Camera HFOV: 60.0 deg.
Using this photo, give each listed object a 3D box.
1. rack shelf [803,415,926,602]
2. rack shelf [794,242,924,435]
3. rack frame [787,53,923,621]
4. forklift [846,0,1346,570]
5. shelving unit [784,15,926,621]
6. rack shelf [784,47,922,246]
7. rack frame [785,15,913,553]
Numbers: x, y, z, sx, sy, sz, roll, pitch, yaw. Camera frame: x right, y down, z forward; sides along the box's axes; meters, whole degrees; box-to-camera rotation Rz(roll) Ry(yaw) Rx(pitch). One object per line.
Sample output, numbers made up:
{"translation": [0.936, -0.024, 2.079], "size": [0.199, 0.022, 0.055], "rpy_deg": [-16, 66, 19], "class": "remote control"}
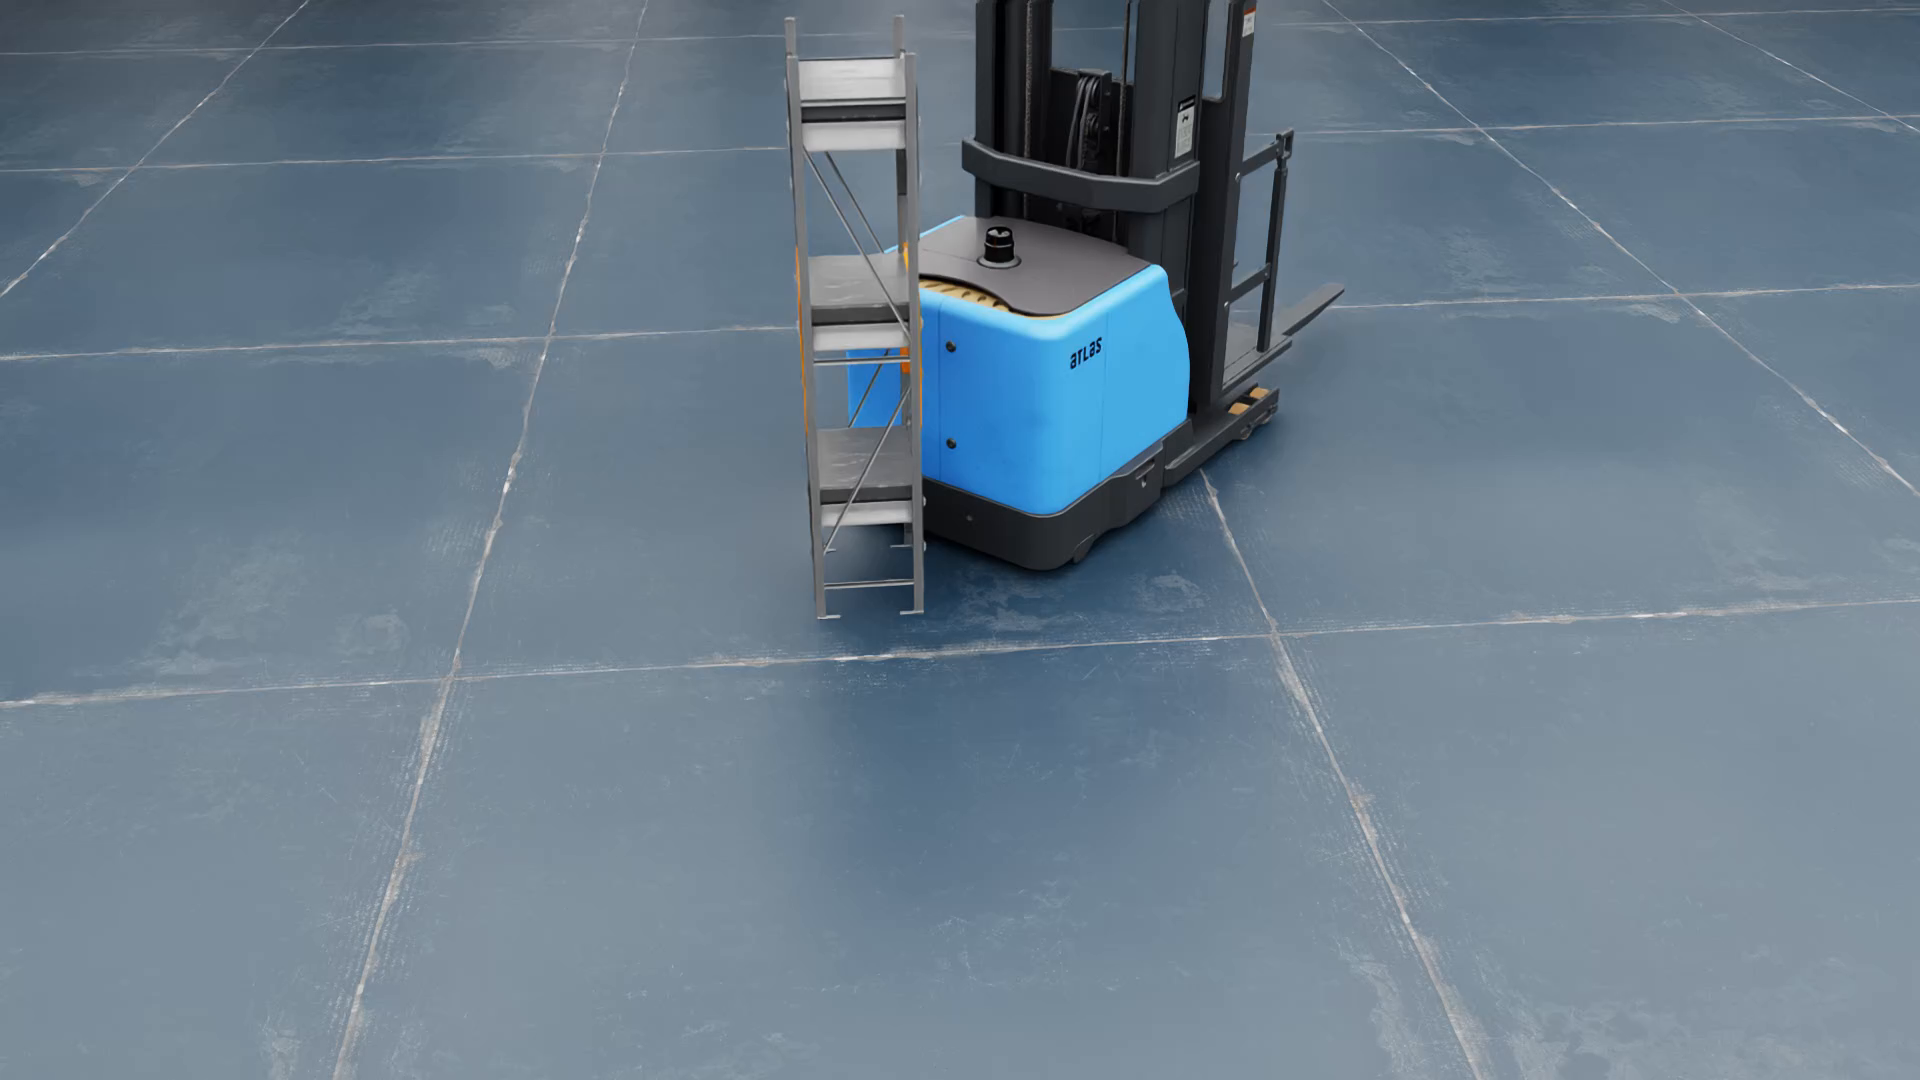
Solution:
{"translation": [-0.364, -0.124, 6.302], "size": [0.431, 0.518, 0.480], "rpy_deg": [-3, 31, -5], "class": "rack shelf"}
{"translation": [-0.364, -0.725, 5.943], "size": [0.431, 0.518, 0.480], "rpy_deg": [-3, 31, -5], "class": "rack shelf"}
{"translation": [-0.338, -0.613, 5.728], "size": [0.400, 2.100, 0.015], "rpy_deg": [-3, 31, -5], "class": "rack frame"}
{"translation": [0.808, -1.843, 6.977], "size": [1.130, 2.935, 3.031], "rpy_deg": [21, 36, 30], "class": "forklift"}
{"translation": [-0.364, -0.737, 5.936], "size": [0.431, 2.100, 0.503], "rpy_deg": [-3, 31, -5], "class": "shelving unit"}
{"translation": [-0.364, -1.326, 5.584], "size": [0.431, 0.518, 0.480], "rpy_deg": [-3, 31, -5], "class": "rack shelf"}
{"translation": [-0.390, -0.861, 6.144], "size": [0.400, 2.100, 0.015], "rpy_deg": [-3, 31, -5], "class": "rack frame"}
